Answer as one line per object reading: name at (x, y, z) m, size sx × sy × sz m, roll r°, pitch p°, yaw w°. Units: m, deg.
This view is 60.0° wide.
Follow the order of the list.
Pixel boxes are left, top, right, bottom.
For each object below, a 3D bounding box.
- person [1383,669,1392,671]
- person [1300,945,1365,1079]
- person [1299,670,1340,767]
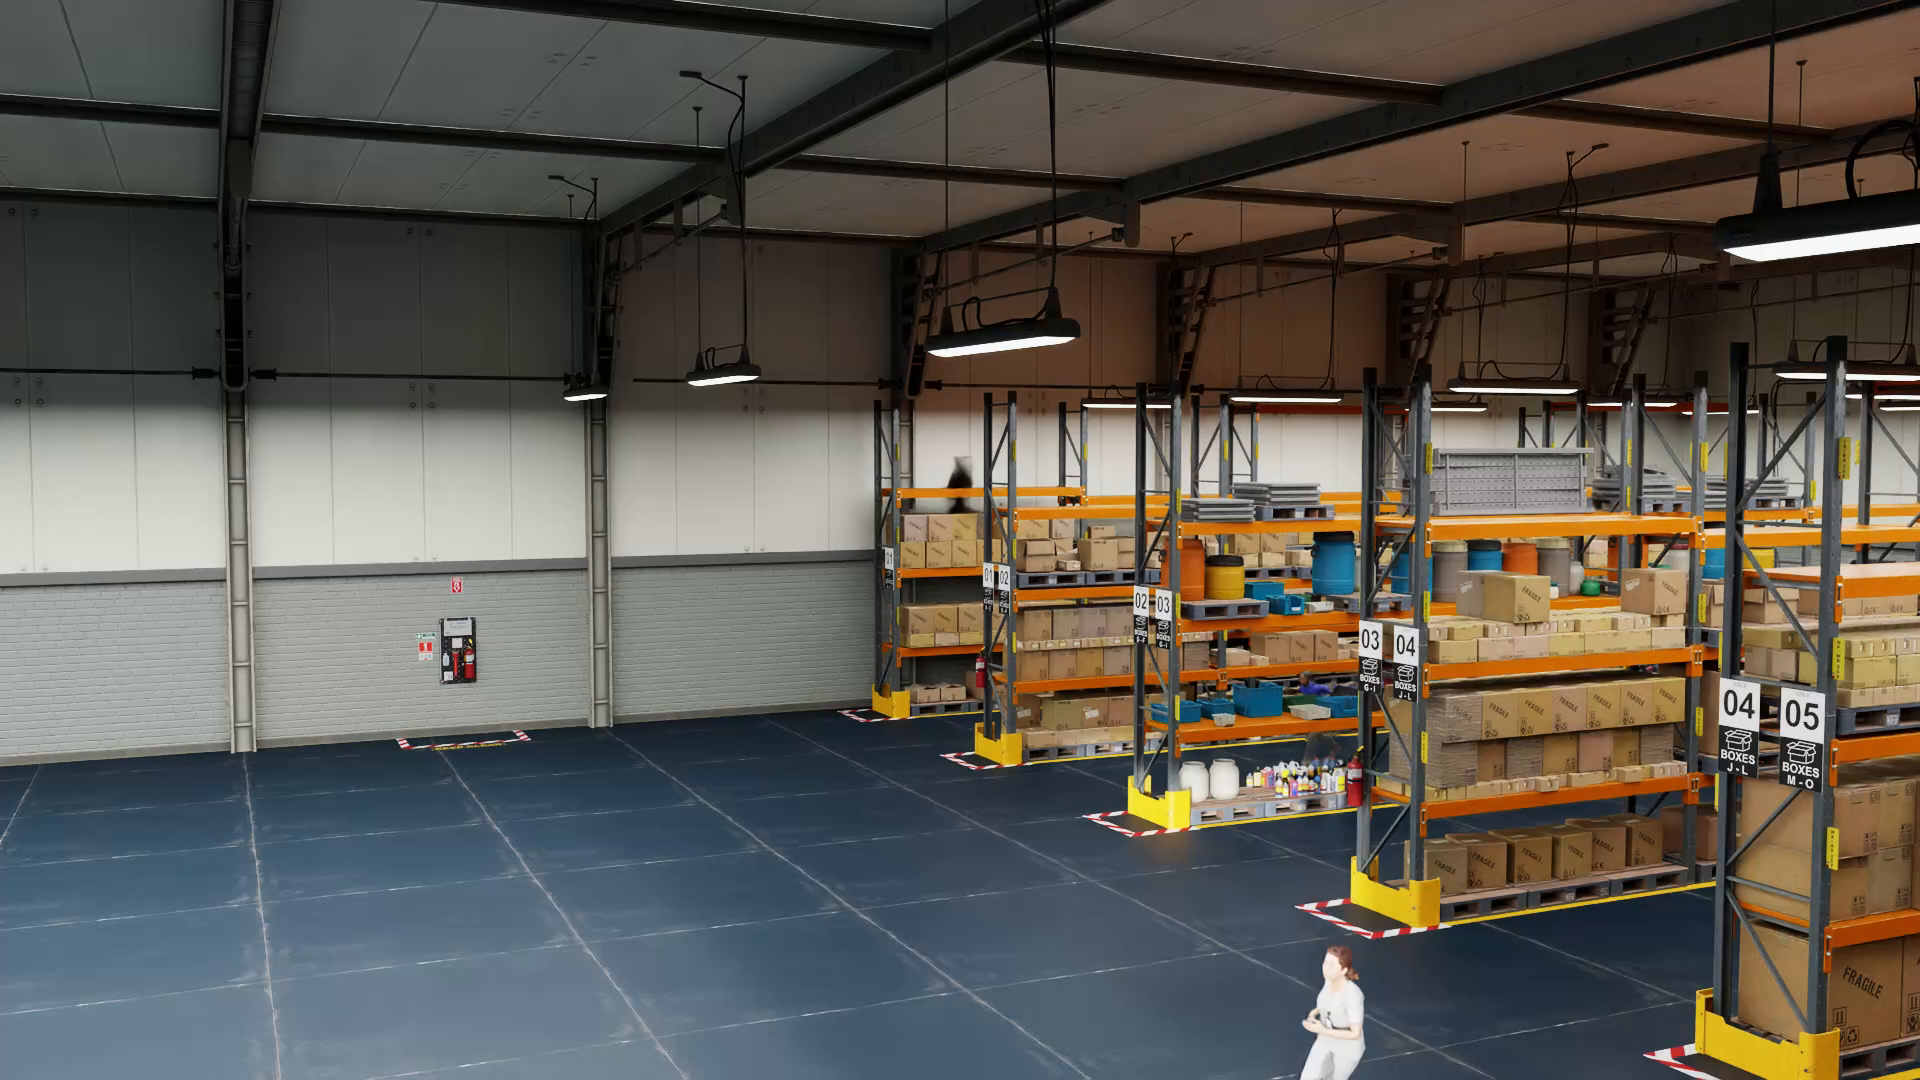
person at (9.023, 2.288, 34.348) m, size 0.725 × 1.789 × 0.675 m, roll -2°, pitch 4°, yaw -35°
person at (2.679, 3.649, 11.988) m, size 0.681 × 1.590 × 0.726 m, roll -3°, pitch 4°, yaw -42°
person at (5.754, 2.853, 26.503) m, size 0.980 × 1.617 × 0.613 m, roll -3°, pitch 4°, yaw -39°
